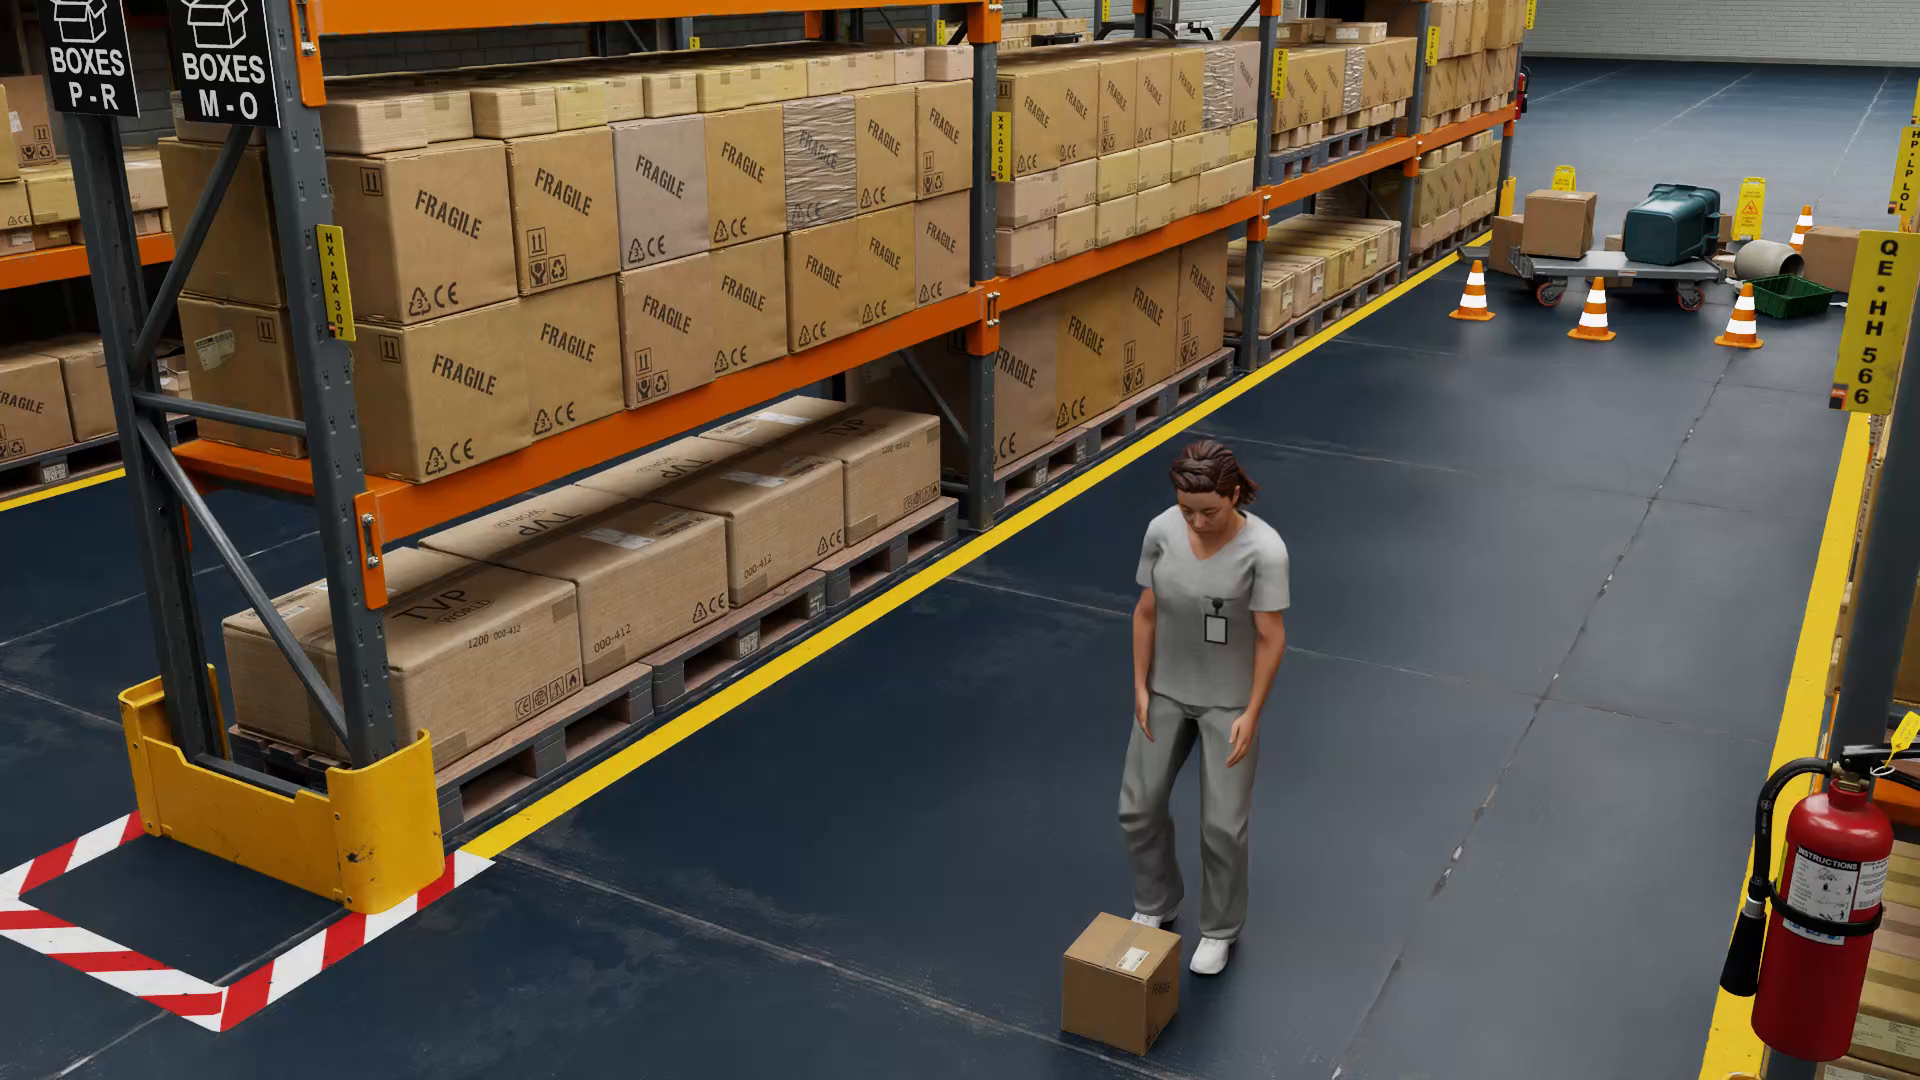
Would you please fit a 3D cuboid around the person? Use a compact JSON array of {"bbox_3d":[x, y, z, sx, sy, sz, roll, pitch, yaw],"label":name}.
[{"bbox_3d":[0.707,0.473,4.823,0.461,1.627,0.388,11,22,29],"label":"person"}]
